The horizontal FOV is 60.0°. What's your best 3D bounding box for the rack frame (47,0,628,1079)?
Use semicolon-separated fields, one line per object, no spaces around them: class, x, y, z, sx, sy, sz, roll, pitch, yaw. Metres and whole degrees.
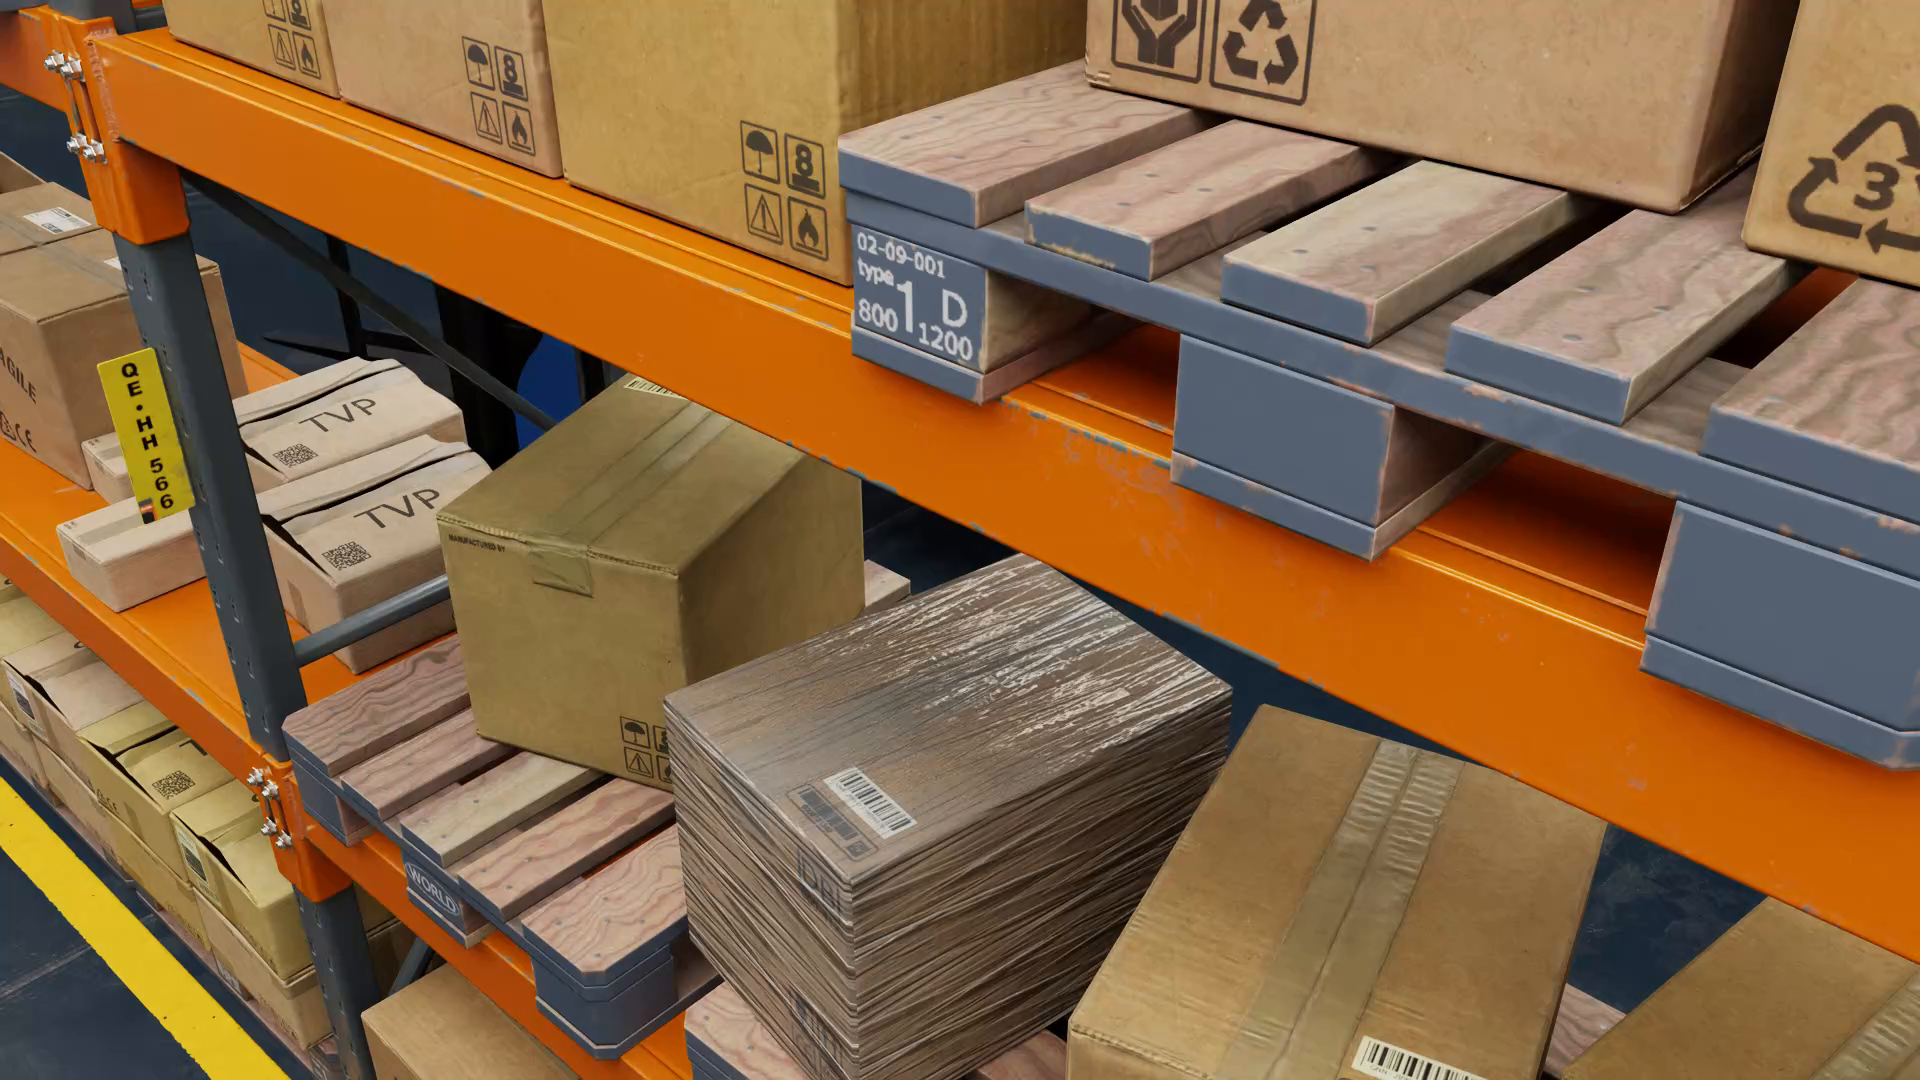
rack frame;-1.108;0.096;3.682;0.127;3.000;1.000;25;39;35

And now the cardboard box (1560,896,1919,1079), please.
cardboard box;1.104;0.795;2.017;0.700;0.500;0.500;-22;38;-32

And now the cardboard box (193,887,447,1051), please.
cardboard box;-1.662;1.006;4.430;0.500;0.250;0.500;26;40;36

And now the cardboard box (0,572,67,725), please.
cardboard box;-2.794;0.240;5.159;0.500;0.311;0.500;26;40;36

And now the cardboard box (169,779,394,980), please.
cardboard box;-1.662;0.767;4.282;0.500;0.311;0.500;26;40;36

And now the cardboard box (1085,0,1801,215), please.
cardboard box;0.543;-0.733;1.550;0.600;0.600;0.600;23;38;33

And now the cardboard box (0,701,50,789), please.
cardboard box;-2.801;0.477;5.309;0.500;0.250;0.500;26;40;36

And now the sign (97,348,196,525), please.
sign;-1.478;-0.186;3.028;0.005;0.325;0.100;25;39;35

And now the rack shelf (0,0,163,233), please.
rack shelf;-2.591;-1.573;4.243;4.000;0.370;1.077;25;39;35

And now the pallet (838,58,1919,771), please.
pallet;0.650;-0.334;1.671;1.003;0.211;1.213;25;39;35

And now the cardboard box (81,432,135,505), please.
cardboard box;-2.092;-0.216;4.444;0.380;0.149;0.250;-26;40;-36

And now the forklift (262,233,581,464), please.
forklift;-2.008;-1.632;6.619;3.031;2.935;1.130;11;33;17

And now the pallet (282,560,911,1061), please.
pallet;-0.559;0.386;3.386;1.003;0.211;1.213;25;39;35

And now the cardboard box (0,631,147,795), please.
cardboard box;-2.424;0.414;4.869;0.500;0.311;0.500;25;39;35

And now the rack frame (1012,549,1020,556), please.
rack frame;0.372;-0.488;6.106;0.032;1.500;0.500;25;39;35

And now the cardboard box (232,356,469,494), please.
cardboard box;-1.641;-0.249;4.342;0.500;0.311;0.500;25;39;35

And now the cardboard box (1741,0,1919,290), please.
cardboard box;1.023;-0.495;1.155;0.600;0.600;0.600;25;39;35

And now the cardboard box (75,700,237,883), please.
cardboard box;-2.052;0.590;4.577;0.500;0.311;0.500;24;39;34

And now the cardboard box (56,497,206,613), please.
cardboard box;-1.960;-0.002;4.088;0.250;0.149;0.380;25;39;35

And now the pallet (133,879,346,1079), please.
pallet;-1.692;0.991;4.899;1.213;0.211;1.003;25;39;35

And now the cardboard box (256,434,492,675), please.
cardboard box;-1.349;-0.008;3.941;0.500;0.311;0.500;-27;40;-37

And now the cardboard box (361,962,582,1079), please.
cardboard box;-0.963;1.246;3.770;0.500;0.500;0.500;27;40;37

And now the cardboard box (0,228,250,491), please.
cardboard box;-2.363;-0.521;4.610;0.500;0.500;0.500;23;38;33

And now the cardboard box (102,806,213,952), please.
cardboard box;-2.047;0.829;4.724;0.500;0.250;0.500;25;39;35

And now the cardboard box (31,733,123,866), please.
cardboard box;-2.417;0.653;5.015;0.500;0.250;0.500;26;40;36

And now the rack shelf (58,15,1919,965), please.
rack shelf;0.375;-0.188;1.944;4.000;0.370;1.077;25;39;35

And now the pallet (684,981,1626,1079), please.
pallet;0.337;0.850;2.616;1.213;0.211;1.003;25;39;35

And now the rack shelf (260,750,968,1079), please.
rack shelf;0.375;1.097;2.717;4.000;0.370;1.077;25;39;35

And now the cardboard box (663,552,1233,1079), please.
cardboard box;-0.016;0.438;2.610;0.700;0.500;0.500;-21;37;-31

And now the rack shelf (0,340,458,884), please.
rack shelf;-2.591;-0.288;5.017;4.000;0.370;1.077;25;39;35

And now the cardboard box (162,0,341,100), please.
cardboard box;-0.762;-1.093;2.653;0.500;0.500;0.910;25;39;35

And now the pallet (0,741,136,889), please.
pallet;-2.593;0.569;5.600;1.213;0.211;1.003;25;39;35

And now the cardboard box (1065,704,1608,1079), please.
cardboard box;0.506;0.670;2.224;0.500;0.500;0.700;15;34;23

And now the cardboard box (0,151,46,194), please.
cardboard box;-3.125;-0.876;5.201;0.500;0.500;0.500;-26;40;-36

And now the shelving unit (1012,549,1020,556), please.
shelving unit;-0.007;-0.663;6.397;1.048;1.500;0.538;25;39;35

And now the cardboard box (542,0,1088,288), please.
cardboard box;0.001;-0.737;2.061;0.500;0.500;0.910;25;39;35

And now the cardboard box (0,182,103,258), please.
cardboard box;-2.754;-0.703;4.913;0.500;0.500;0.500;25;39;35

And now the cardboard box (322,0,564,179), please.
cardboard box;-0.384;-0.917;2.359;0.500;0.500;0.910;25;39;35

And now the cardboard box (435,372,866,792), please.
cardboard box;-0.566;0.048;3.257;0.500;0.500;0.700;12;33;19
